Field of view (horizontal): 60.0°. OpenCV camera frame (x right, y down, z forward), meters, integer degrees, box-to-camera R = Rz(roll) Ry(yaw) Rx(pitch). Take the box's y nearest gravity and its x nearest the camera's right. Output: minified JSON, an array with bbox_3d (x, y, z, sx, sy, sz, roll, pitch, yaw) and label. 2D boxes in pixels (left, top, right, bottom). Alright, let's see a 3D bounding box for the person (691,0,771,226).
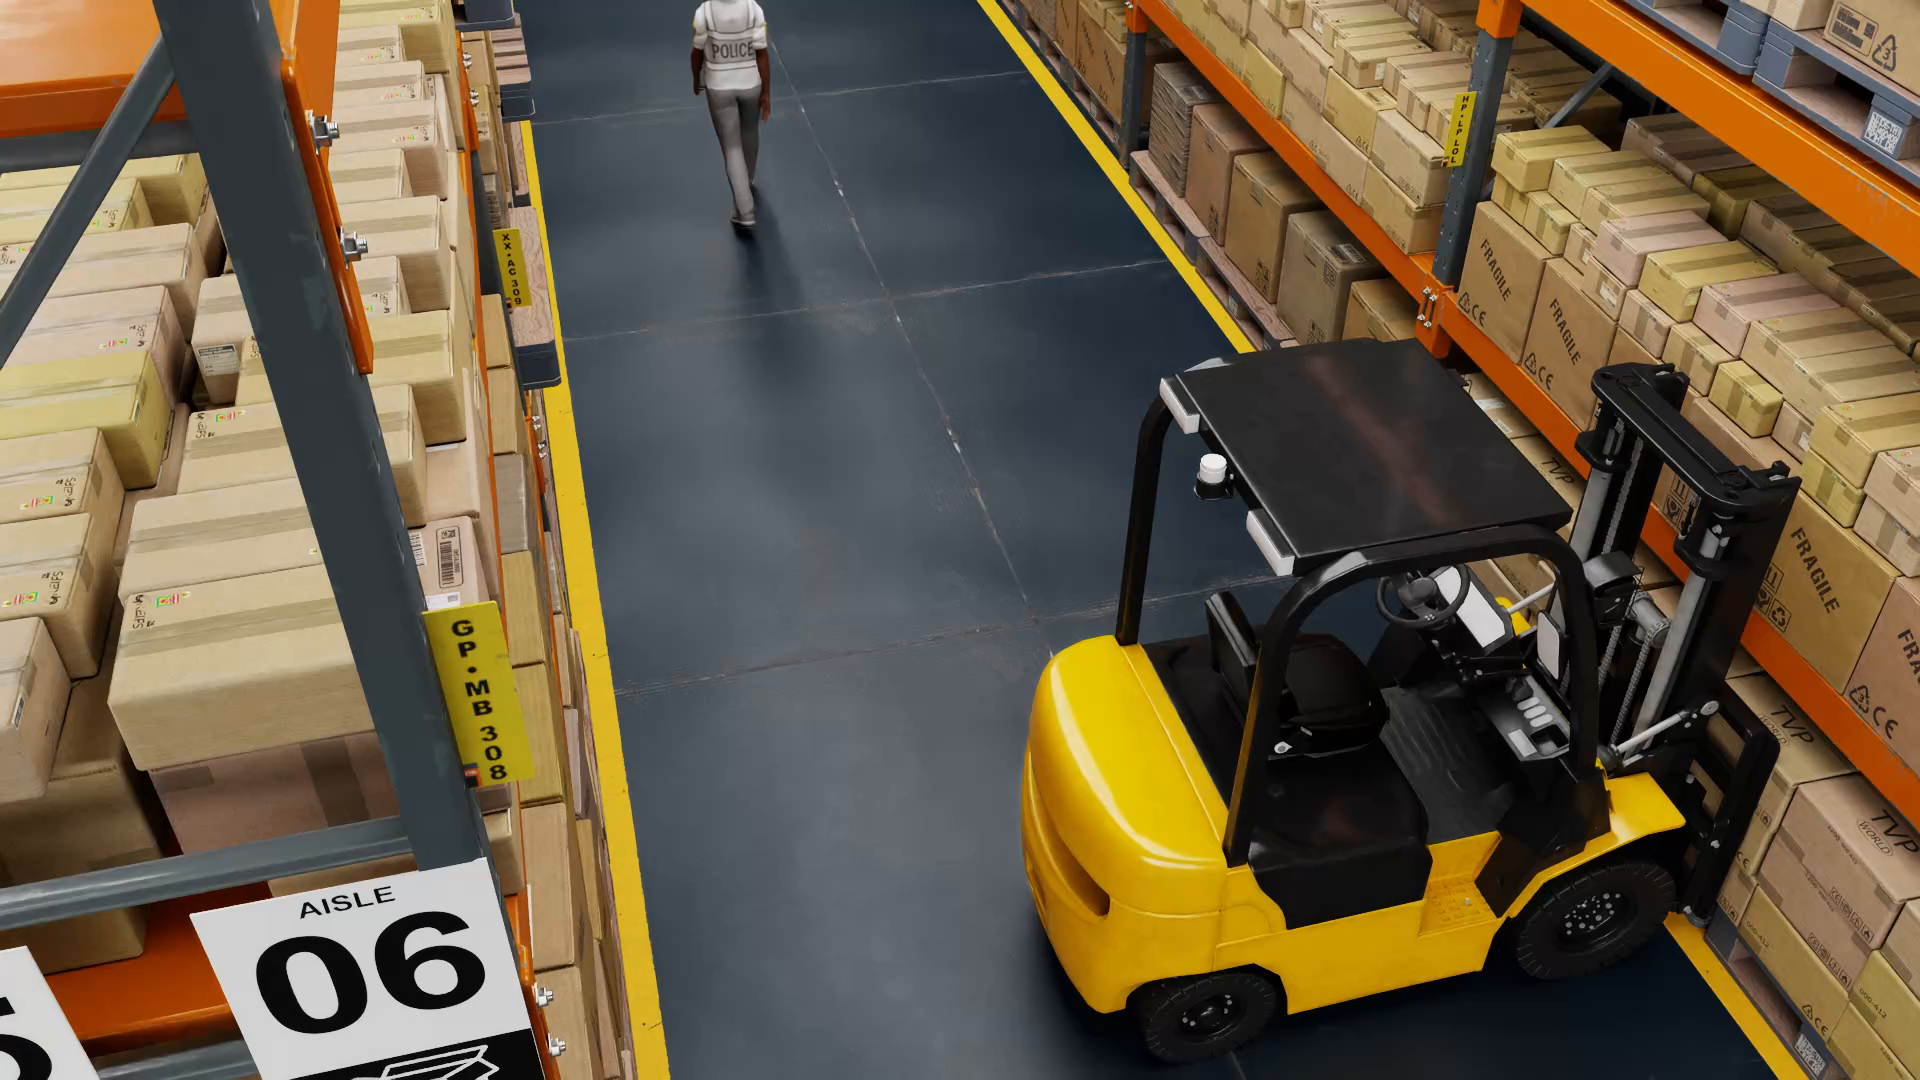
[{"bbox_3d":[-1.414,-2.826,10.247,0.457,1.638,0.977,-11,40,-14],"label":"person"}]
